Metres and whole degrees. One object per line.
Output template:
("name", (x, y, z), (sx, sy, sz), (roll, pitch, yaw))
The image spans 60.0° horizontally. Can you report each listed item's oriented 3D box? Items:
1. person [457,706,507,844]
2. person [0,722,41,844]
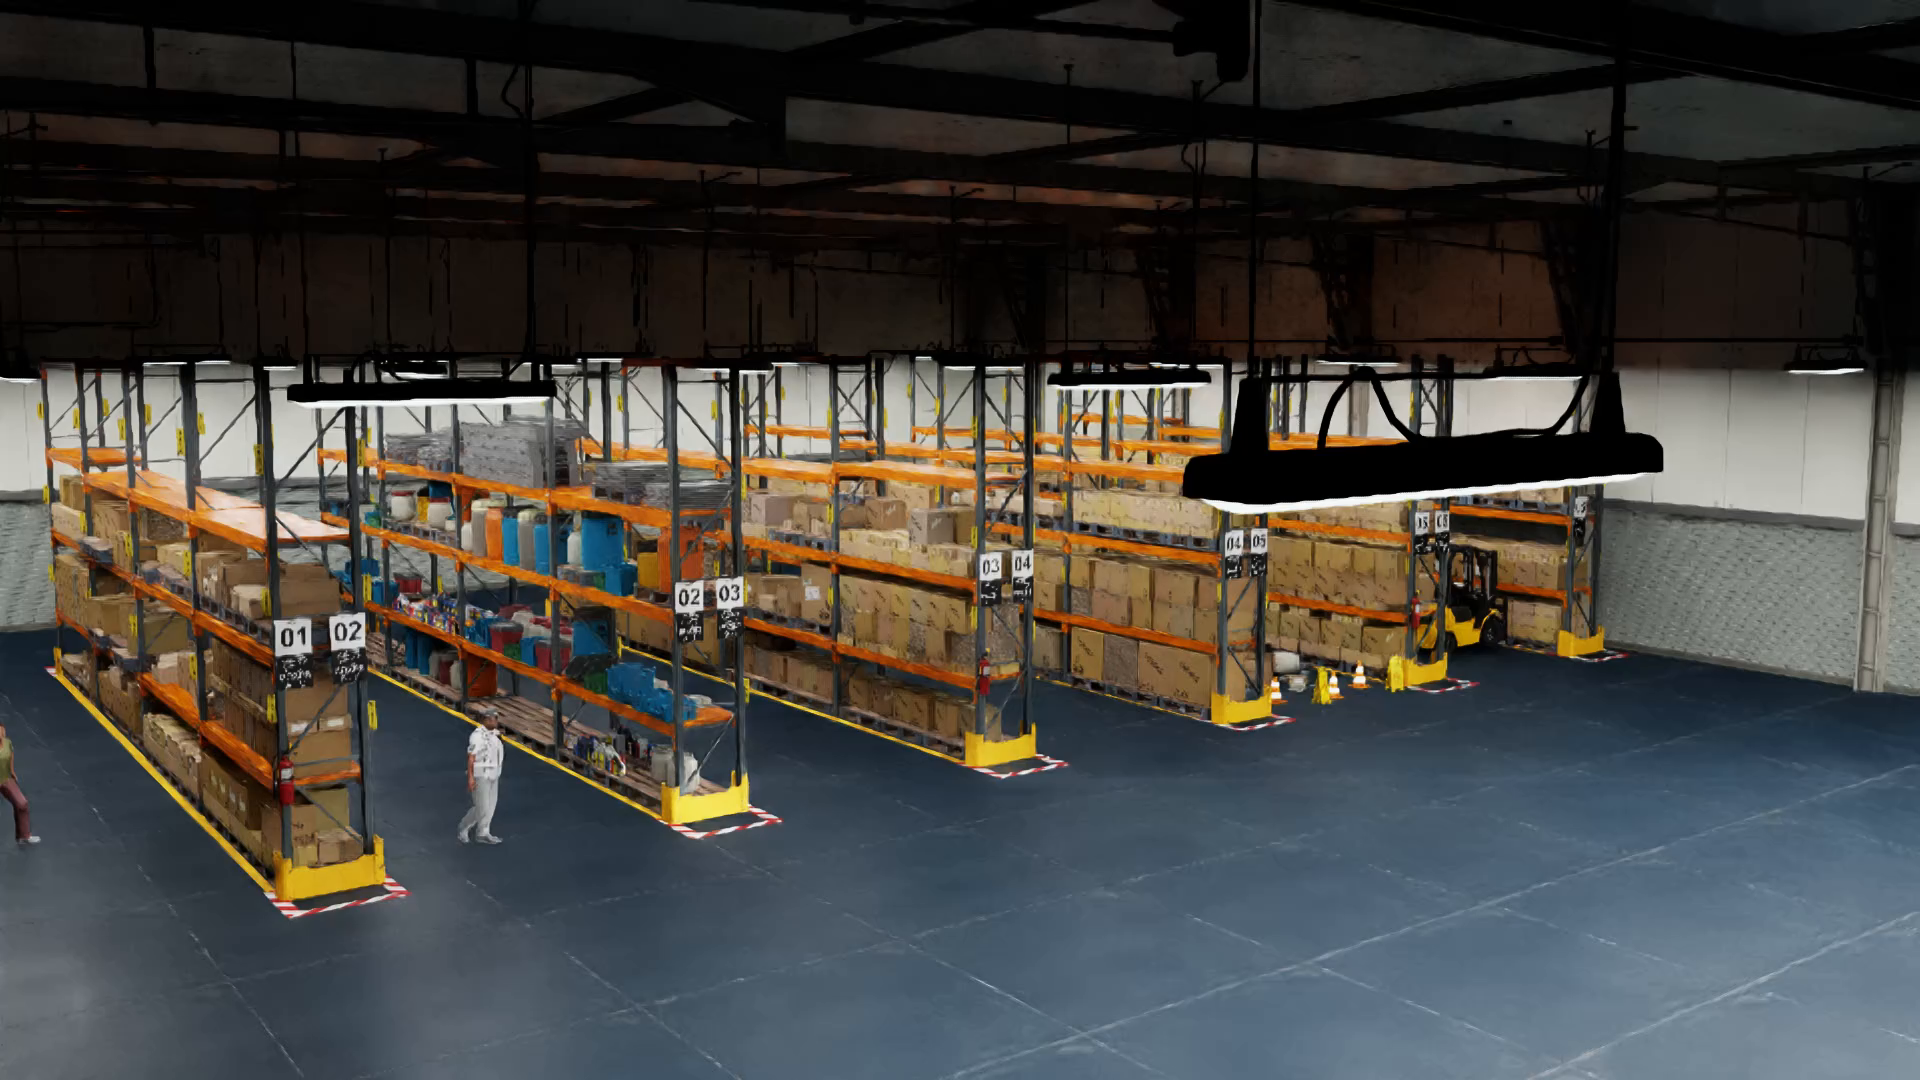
("person", (-6.052, 2.958, 20.934), (0.561, 1.753, 0.602), (2, 7, 16))
("person", (-12.064, 3.030, 20.835), (0.817, 1.601, 0.621), (5, 9, 37))
